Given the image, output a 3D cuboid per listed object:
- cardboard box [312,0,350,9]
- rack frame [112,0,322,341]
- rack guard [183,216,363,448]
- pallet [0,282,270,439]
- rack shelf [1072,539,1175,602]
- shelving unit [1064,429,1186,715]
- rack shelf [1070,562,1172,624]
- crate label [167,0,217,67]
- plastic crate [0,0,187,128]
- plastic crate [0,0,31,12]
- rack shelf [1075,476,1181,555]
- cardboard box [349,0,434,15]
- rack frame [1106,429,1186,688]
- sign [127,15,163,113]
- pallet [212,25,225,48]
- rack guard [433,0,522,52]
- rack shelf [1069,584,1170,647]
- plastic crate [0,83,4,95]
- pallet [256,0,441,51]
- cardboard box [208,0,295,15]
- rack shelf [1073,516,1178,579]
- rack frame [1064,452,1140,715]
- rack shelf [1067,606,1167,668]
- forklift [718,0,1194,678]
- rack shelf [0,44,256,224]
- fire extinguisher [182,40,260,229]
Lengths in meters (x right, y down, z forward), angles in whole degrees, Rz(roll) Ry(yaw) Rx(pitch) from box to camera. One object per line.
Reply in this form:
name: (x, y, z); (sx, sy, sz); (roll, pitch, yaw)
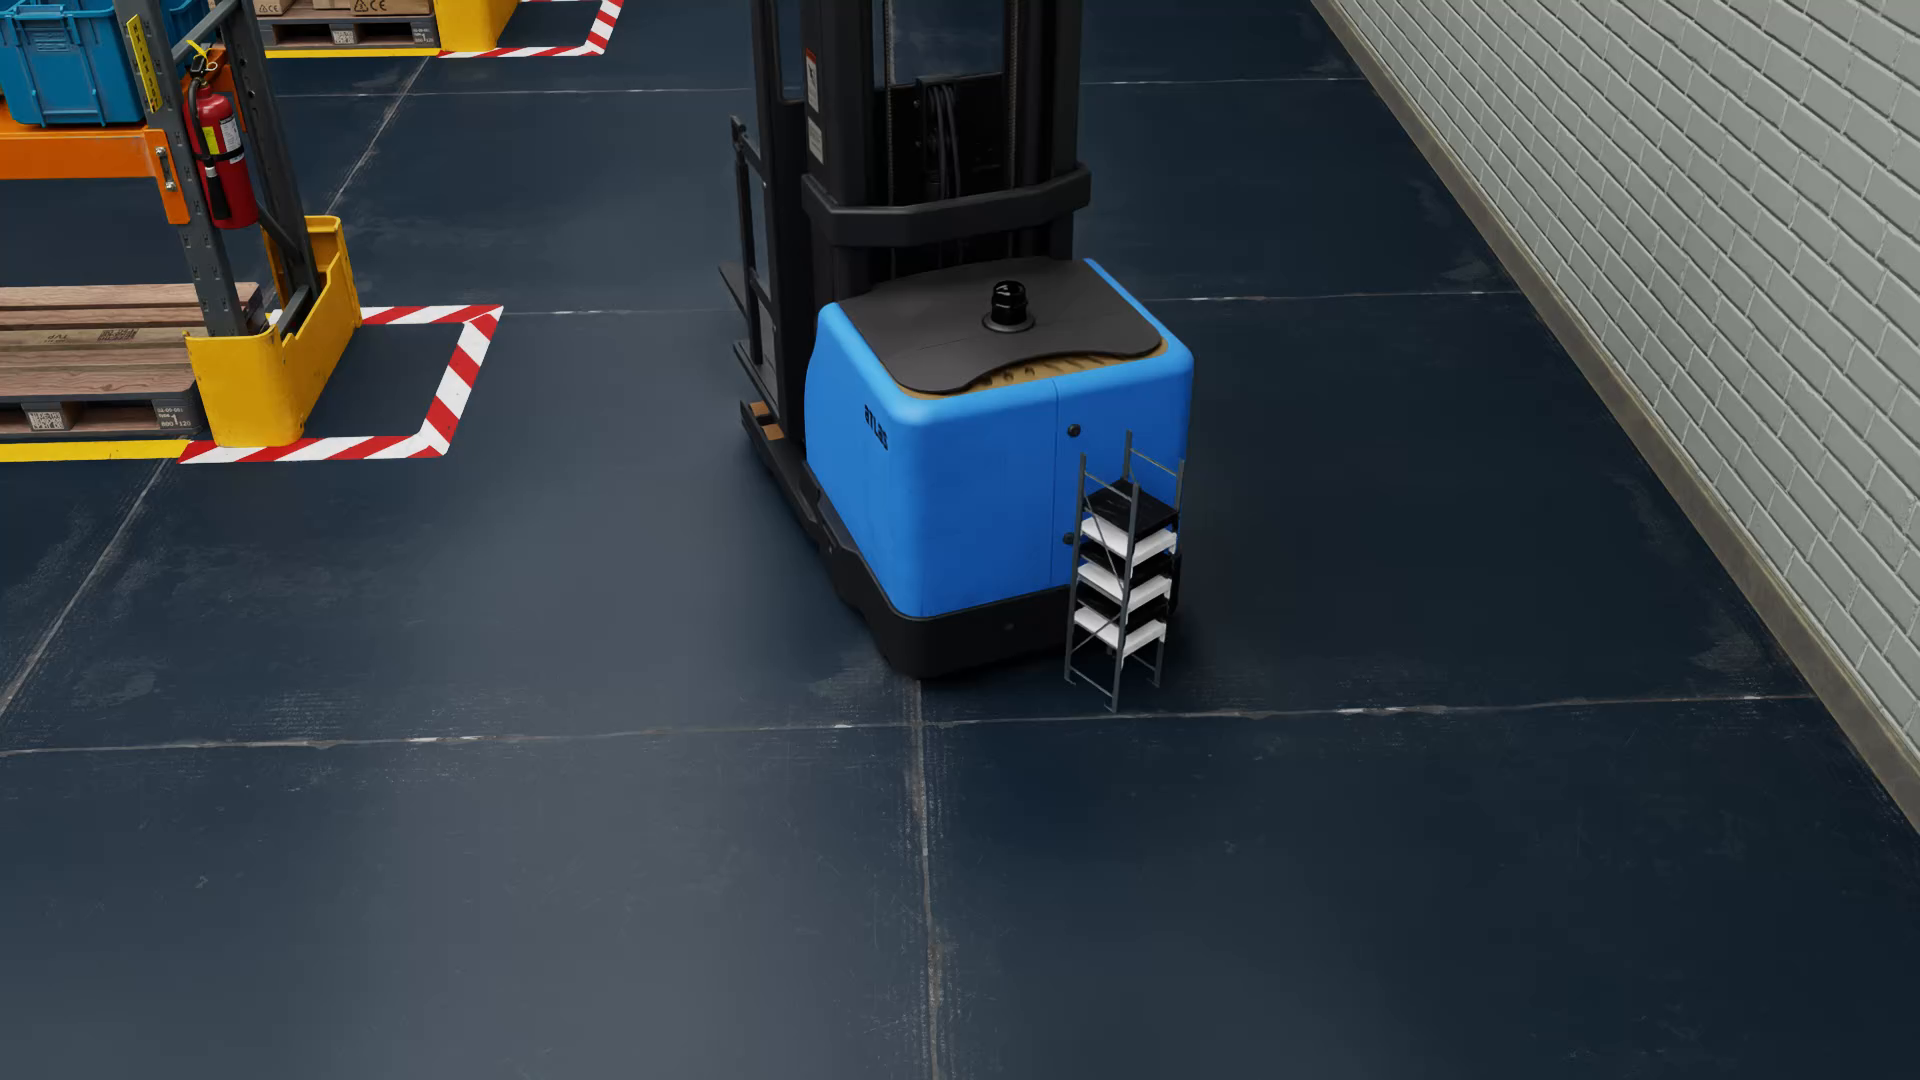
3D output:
cardboard box: (-4.112, -3.654, 10.997); (0.250, 0.166, 0.380); (-2, 35, -2)
rack frame: (-2.940, -1.937, 6.413); (0.127, 3.000, 1.000); (-2, 35, -2)
rack guard: (-2.917, -0.917, 7.136); (0.348, 0.500, 1.175); (-2, 35, -2)
pallet: (-3.766, -0.790, 7.206); (1.213, 0.211, 1.003); (-2, 35, -2)
rack shelf: (0.515, 0.067, 5.255); (0.200, 0.077, 0.258); (-27, 45, -33)
shelving unit: (0.514, 0.113, 5.289); (0.210, 0.900, 0.258); (-27, 45, -33)
rack shelf: (0.513, 0.140, 5.308); (0.200, 0.077, 0.258); (-27, 45, -33)
crate label: (-3.203, -2.073, 6.704); (0.303, 0.233, 0.416); (-2, 35, -2)
plastic crate: (-3.266, -1.861, 6.219); (0.499, 0.435, 0.616); (-2, 35, -2)
plastic crate: (-3.860, -2.055, 6.679); (0.300, 0.233, 0.416); (-2, 35, -2)
rack shelf: (0.519, -0.078, 5.150); (0.200, 0.077, 0.258); (-27, 45, -33)
cardboard box: (-3.703, -3.751, 10.844); (0.500, 0.500, 0.500); (-2, 35, -2)
rack frame: (0.590, 0.074, 5.345); (0.006, 0.900, 0.240); (-27, 45, -33)
sign: (-2.898, -1.692, 5.915); (0.005, 0.325, 0.100); (-2, 35, -2)
pallet: (-5.259, -3.551, 11.195); (1.213, 0.211, 1.003); (-2, 35, -2)
rack guard: (-3.247, -3.723, 11.190); (0.348, 0.500, 1.175); (-2, 35, -2)
rack shelf: (0.512, 0.213, 5.361); (0.200, 0.077, 0.258); (-27, 45, -33)
plastic crate: (-3.746, -1.728, 6.290); (0.243, 0.136, 0.396); (-2, 35, -2)
pallet: (-4.043, -3.582, 11.240); (1.213, 0.211, 1.003); (-2, 35, -2)
cardboard box: (-4.653, -3.640, 10.903); (0.500, 0.250, 0.500); (-2, 35, -2)
rack shelf: (0.517, -0.006, 5.202); (0.200, 0.077, 0.258); (-27, 45, -33)
rack frame: (0.438, 0.152, 5.233); (0.006, 0.900, 0.240); (-27, 45, -33)
rack shelf: (0.510, 0.286, 5.414); (0.200, 0.077, 0.258); (-27, 45, -33)
forklift: (-0.253, -1.585, 5.964); (1.130, 2.935, 3.031); (-13, 37, -18)
rack shelf: (-4.938, -1.587, 6.540); (4.000, 0.370, 1.077); (-2, 35, -2)
fire extinguisher: (-2.768, -1.497, 6.174); (0.183, 0.674, 0.296); (-2, 35, -2)
